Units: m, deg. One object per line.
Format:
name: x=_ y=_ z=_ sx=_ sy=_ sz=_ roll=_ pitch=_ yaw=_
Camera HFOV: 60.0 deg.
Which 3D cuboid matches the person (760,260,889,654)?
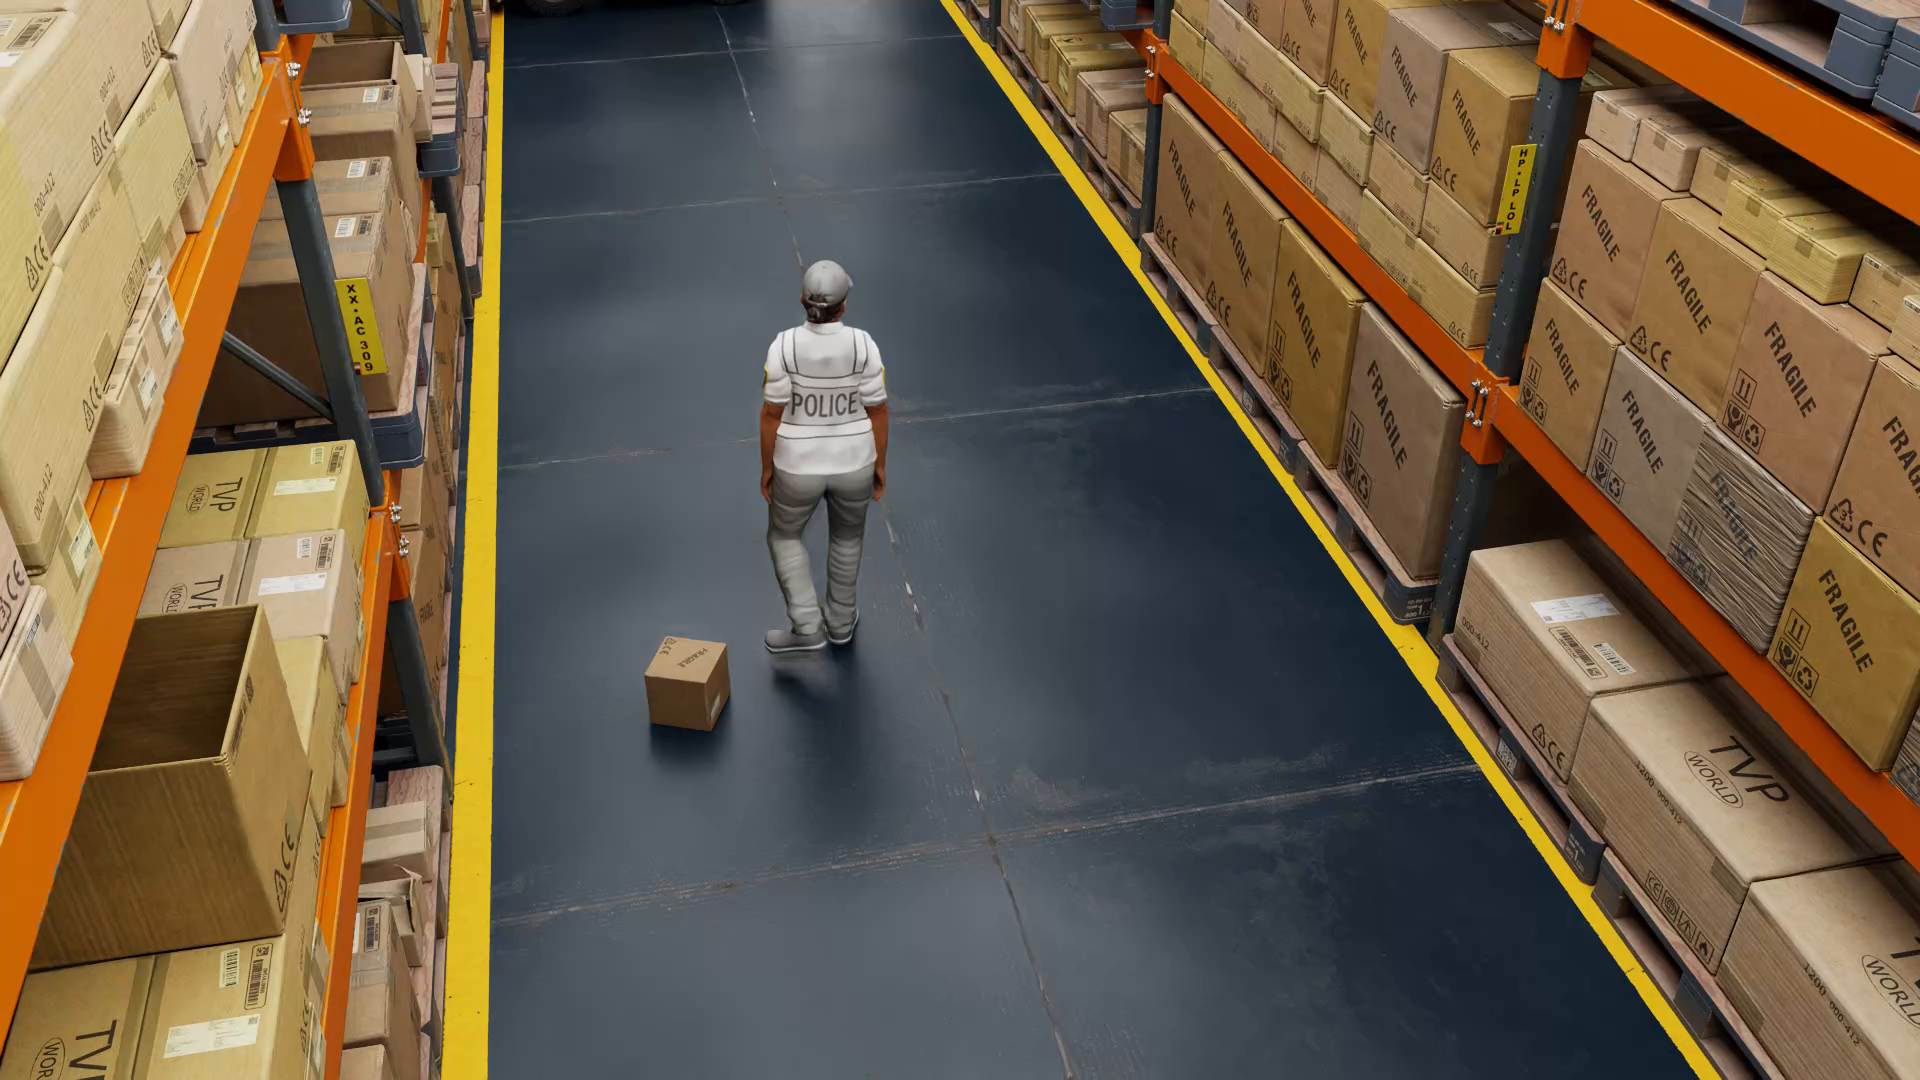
person: x=-0.549 y=-0.273 z=6.539 sx=0.559 sy=1.653 sz=0.581 roll=-6 pitch=35 yaw=-9
